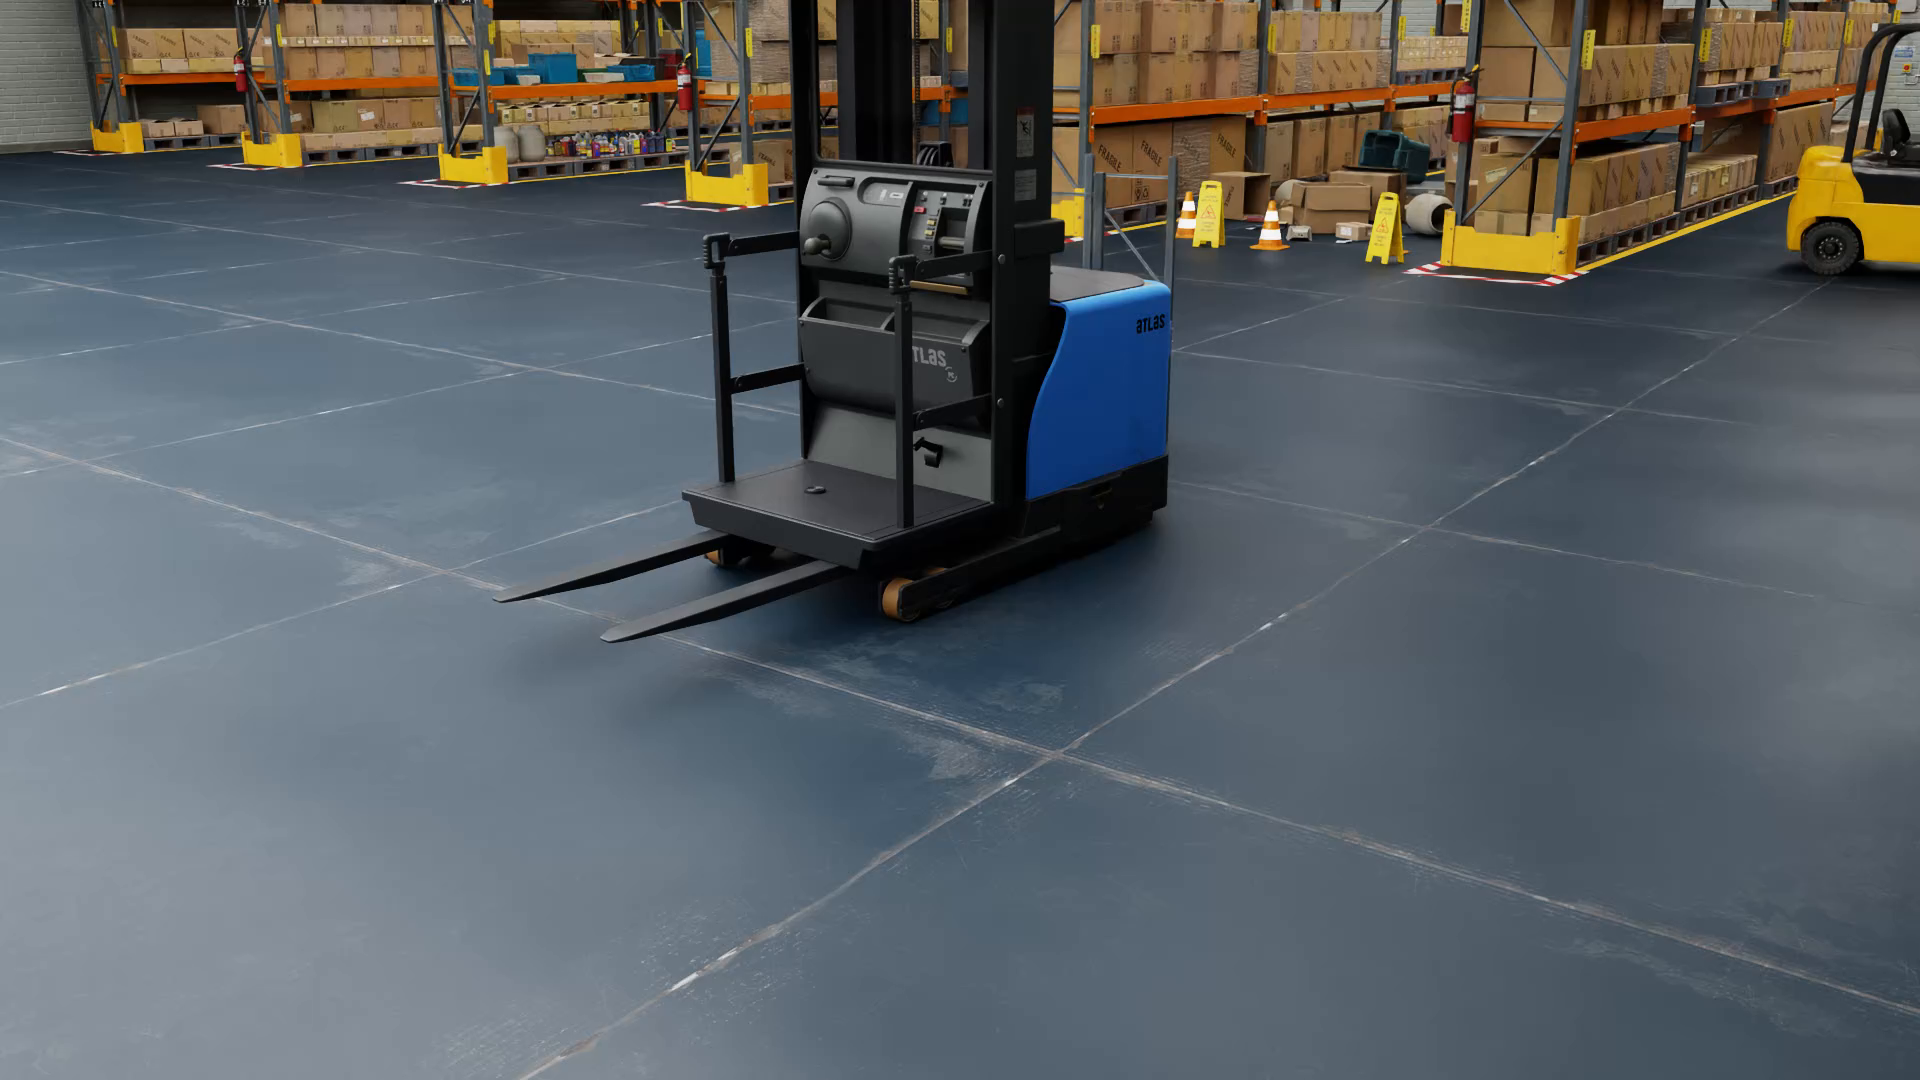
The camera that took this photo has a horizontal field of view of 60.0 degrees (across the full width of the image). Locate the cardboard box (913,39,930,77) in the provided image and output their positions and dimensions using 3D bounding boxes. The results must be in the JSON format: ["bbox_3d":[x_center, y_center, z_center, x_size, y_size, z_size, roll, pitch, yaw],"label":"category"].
[{"bbox_3d":[-0.910,-6.714,23.136,0.875,0.500,0.500,12,21,35],"label":"cardboard box"}]

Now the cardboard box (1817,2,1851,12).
[{"bbox_3d":[12.530,-7.639,23.837,0.380,0.149,0.250,12,21,34],"label":"cardboard box"}]

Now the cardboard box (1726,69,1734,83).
[{"bbox_3d":[8.549,-5.277,18.895,0.380,0.149,0.250,13,21,35],"label":"cardboard box"}]

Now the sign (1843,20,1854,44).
[{"bbox_3d":[12.575,-7.196,23.541,0.100,0.325,0.005,12,21,35],"label":"sign"}]

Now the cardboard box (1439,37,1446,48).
[{"bbox_3d":[7.079,-7.485,25.002,0.380,0.149,0.250,12,21,34],"label":"cardboard box"}]

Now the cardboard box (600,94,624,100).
[{"bbox_3d":[-8.042,-10.148,37.781,0.750,0.750,0.750,13,21,35],"label":"cardboard box"}]

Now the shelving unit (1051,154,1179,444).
[{"bbox_3d":[0.659,-1.128,8.348,0.538,1.500,1.048,8,19,25],"label":"shelving unit"}]

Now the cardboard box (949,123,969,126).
[{"bbox_3d":[0.091,-5.890,24.624,0.700,0.500,0.500,12,21,34],"label":"cardboard box"}]

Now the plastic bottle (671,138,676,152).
[{"bbox_3d":[-4.535,-6.228,26.218,0.097,0.201,0.097,0,17,0],"label":"plastic bottle"}]

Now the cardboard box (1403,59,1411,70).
[{"bbox_3d":[6.303,-6.888,24.082,0.380,0.149,0.250,14,22,37],"label":"cardboard box"}]

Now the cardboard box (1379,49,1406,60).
[{"bbox_3d":[6.164,-6.975,23.860,0.380,0.149,0.250,14,22,37],"label":"cardboard box"}]

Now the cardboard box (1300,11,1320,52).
[{"bbox_3d":[4.229,-6.608,21.609,0.700,0.500,0.500,13,21,35],"label":"cardboard box"}]

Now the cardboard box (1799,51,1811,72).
[{"bbox_3d":[10.866,-6.306,21.901,0.500,0.250,0.500,12,21,34],"label":"cardboard box"}]

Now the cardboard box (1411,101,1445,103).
[{"bbox_3d":[7.446,-6.861,26.522,0.500,0.250,0.500,11,21,32],"label":"cardboard box"}]

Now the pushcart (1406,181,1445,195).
[{"bbox_3d":[5.506,-4.008,19.514,1.648,0.377,0.936,5,18,16],"label":"pushcart"}]

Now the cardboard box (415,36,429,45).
[{"bbox_3d":[-9.143,-8.385,27.924,0.380,0.149,0.250,12,21,34],"label":"cardboard box"}]

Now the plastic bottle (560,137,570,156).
[{"bbox_3d":[-6.039,-6.022,25.430,0.152,0.276,0.135,13,21,35],"label":"plastic bottle"}]

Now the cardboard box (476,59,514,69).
[{"bbox_3d":[-8.287,-8.425,29.570,0.500,0.250,0.500,14,22,38],"label":"cardboard box"}]

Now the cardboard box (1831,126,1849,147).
[{"bbox_3d":[13.127,-6.096,25.427,0.875,0.438,0.875,12,21,33],"label":"cardboard box"}]

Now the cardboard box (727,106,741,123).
[{"bbox_3d":[-4.744,-8.768,33.895,0.500,0.500,0.500,12,21,33],"label":"cardboard box"}]

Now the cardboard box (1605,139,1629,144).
[{"bbox_3d":[6.799,-4.022,17.802,0.500,0.500,0.500,14,22,37],"label":"cardboard box"}]

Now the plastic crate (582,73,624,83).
[{"bbox_3d":[-5.334,-6.938,24.973,0.530,0.136,0.437,12,21,35],"label":"plastic crate"}]

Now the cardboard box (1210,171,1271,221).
[{"bbox_3d":[3.231,-3.976,19.201,0.500,0.500,0.500,-16,23,-41],"label":"cardboard box"}]

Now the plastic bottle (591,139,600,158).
[{"bbox_3d":[-5.473,-5.883,24.970,0.061,0.283,0.133,13,21,36],"label":"plastic bottle"}]

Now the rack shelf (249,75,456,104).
[{"bbox_3d":[-9.737,-7.552,27.718,1.077,0.370,4.000,12,21,35],"label":"rack shelf"}]

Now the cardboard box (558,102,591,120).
[{"bbox_3d":[-7.184,-7.948,30.762,0.500,0.311,0.500,13,22,36],"label":"cardboard box"}]

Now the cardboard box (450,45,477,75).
[{"bbox_3d":[-8.805,-8.313,28.786,0.700,0.500,0.500,12,21,33],"label":"cardboard box"}]

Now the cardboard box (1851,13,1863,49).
[{"bbox_3d":[12.918,-7.490,24.450,0.500,0.500,0.500,12,21,34],"label":"cardboard box"}]

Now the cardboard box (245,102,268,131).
[{"bbox_3d":[-13.112,-8.008,31.448,0.500,0.500,0.500,11,20,31],"label":"cardboard box"}]

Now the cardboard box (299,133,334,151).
[{"bbox_3d":[-10.431,-6.395,26.707,0.500,0.250,0.500,12,21,35],"label":"cardboard box"}]

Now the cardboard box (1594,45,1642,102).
[{"bbox_3d":[6.097,-4.416,15.735,0.500,0.500,0.500,12,21,34],"label":"cardboard box"}]

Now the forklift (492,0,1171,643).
[{"bbox_3d":[-0.406,-1.260,6.358,1.130,2.935,3.031,14,22,38],"label":"forklift"}]

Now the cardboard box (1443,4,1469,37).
[{"bbox_3d":[8.161,-8.452,27.048,0.500,0.500,0.500,12,21,33],"label":"cardboard box"}]

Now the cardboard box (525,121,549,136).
[{"bbox_3d":[-7.800,-7.433,30.050,0.500,0.250,0.500,13,22,36],"label":"cardboard box"}]

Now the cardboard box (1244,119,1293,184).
[{"bbox_3d":[3.629,-5.010,21.404,1.050,0.750,0.750,12,21,34],"label":"cardboard box"}]

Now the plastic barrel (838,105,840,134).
[{"bbox_3d":[-1.908,-7.732,30.036,0.600,0.830,0.708,12,21,35],"label":"plastic barrel"}]

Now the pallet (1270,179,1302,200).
[{"bbox_3d":[3.731,-4.585,21.654,1.003,0.211,1.213,12,21,35],"label":"pallet"}]

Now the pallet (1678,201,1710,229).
[{"bbox_3d":[7.830,-3.723,18.878,1.003,0.211,1.213,12,21,35],"label":"pallet"}]

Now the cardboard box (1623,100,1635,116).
[{"bbox_3d":[6.320,-4.203,16.145,0.380,0.149,0.250,12,21,33],"label":"cardboard box"}]

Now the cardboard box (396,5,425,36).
[{"bbox_3d":[-9.404,-8.693,27.822,0.700,0.500,0.500,12,21,35],"label":"cardboard box"}]

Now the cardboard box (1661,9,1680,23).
[{"bbox_3d":[7.861,-5.886,18.667,0.380,0.149,0.250,12,21,33],"label":"cardboard box"}]

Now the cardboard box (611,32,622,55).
[{"bbox_3d":[-7.832,-11.197,37.537,0.500,0.500,0.500,12,21,34],"label":"cardboard box"}]

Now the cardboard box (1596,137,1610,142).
[{"bbox_3d":[6.676,-4.313,17.644,0.380,0.149,0.250,13,21,35],"label":"cardboard box"}]

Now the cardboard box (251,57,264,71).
[{"bbox_3d":[-13.156,-8.778,30.673,0.500,0.250,0.500,12,21,34],"label":"cardboard box"}]

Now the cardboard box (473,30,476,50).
[{"bbox_3d":[-10.415,-10.343,34.583,0.700,0.500,0.500,10,20,28],"label":"cardboard box"}]

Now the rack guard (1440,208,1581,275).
[{"bbox_3d":[5.029,-2.741,15.227,1.175,0.500,0.348,12,21,35],"label":"rack guard"}]

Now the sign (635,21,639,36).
[{"bbox_3d":[-7.318,-11.573,37.635,0.100,0.325,0.005,12,21,35],"label":"sign"}]

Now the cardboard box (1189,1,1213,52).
[{"bbox_3d":[2.417,-5.970,19.336,0.875,0.550,0.550,12,21,35],"label":"cardboard box"}]

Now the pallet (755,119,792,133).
[{"bbox_3d":[-4.233,-8.745,35.049,1.003,0.211,1.213,12,21,35],"label":"pallet"}]

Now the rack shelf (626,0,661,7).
[{"bbox_3d":[-4.970,-10.890,33.409,1.077,0.370,4.000,12,21,35],"label":"rack shelf"}]

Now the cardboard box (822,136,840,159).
[{"bbox_3d":[-1.873,-5.115,22.162,0.500,0.500,0.500,15,23,40],"label":"cardboard box"}]
